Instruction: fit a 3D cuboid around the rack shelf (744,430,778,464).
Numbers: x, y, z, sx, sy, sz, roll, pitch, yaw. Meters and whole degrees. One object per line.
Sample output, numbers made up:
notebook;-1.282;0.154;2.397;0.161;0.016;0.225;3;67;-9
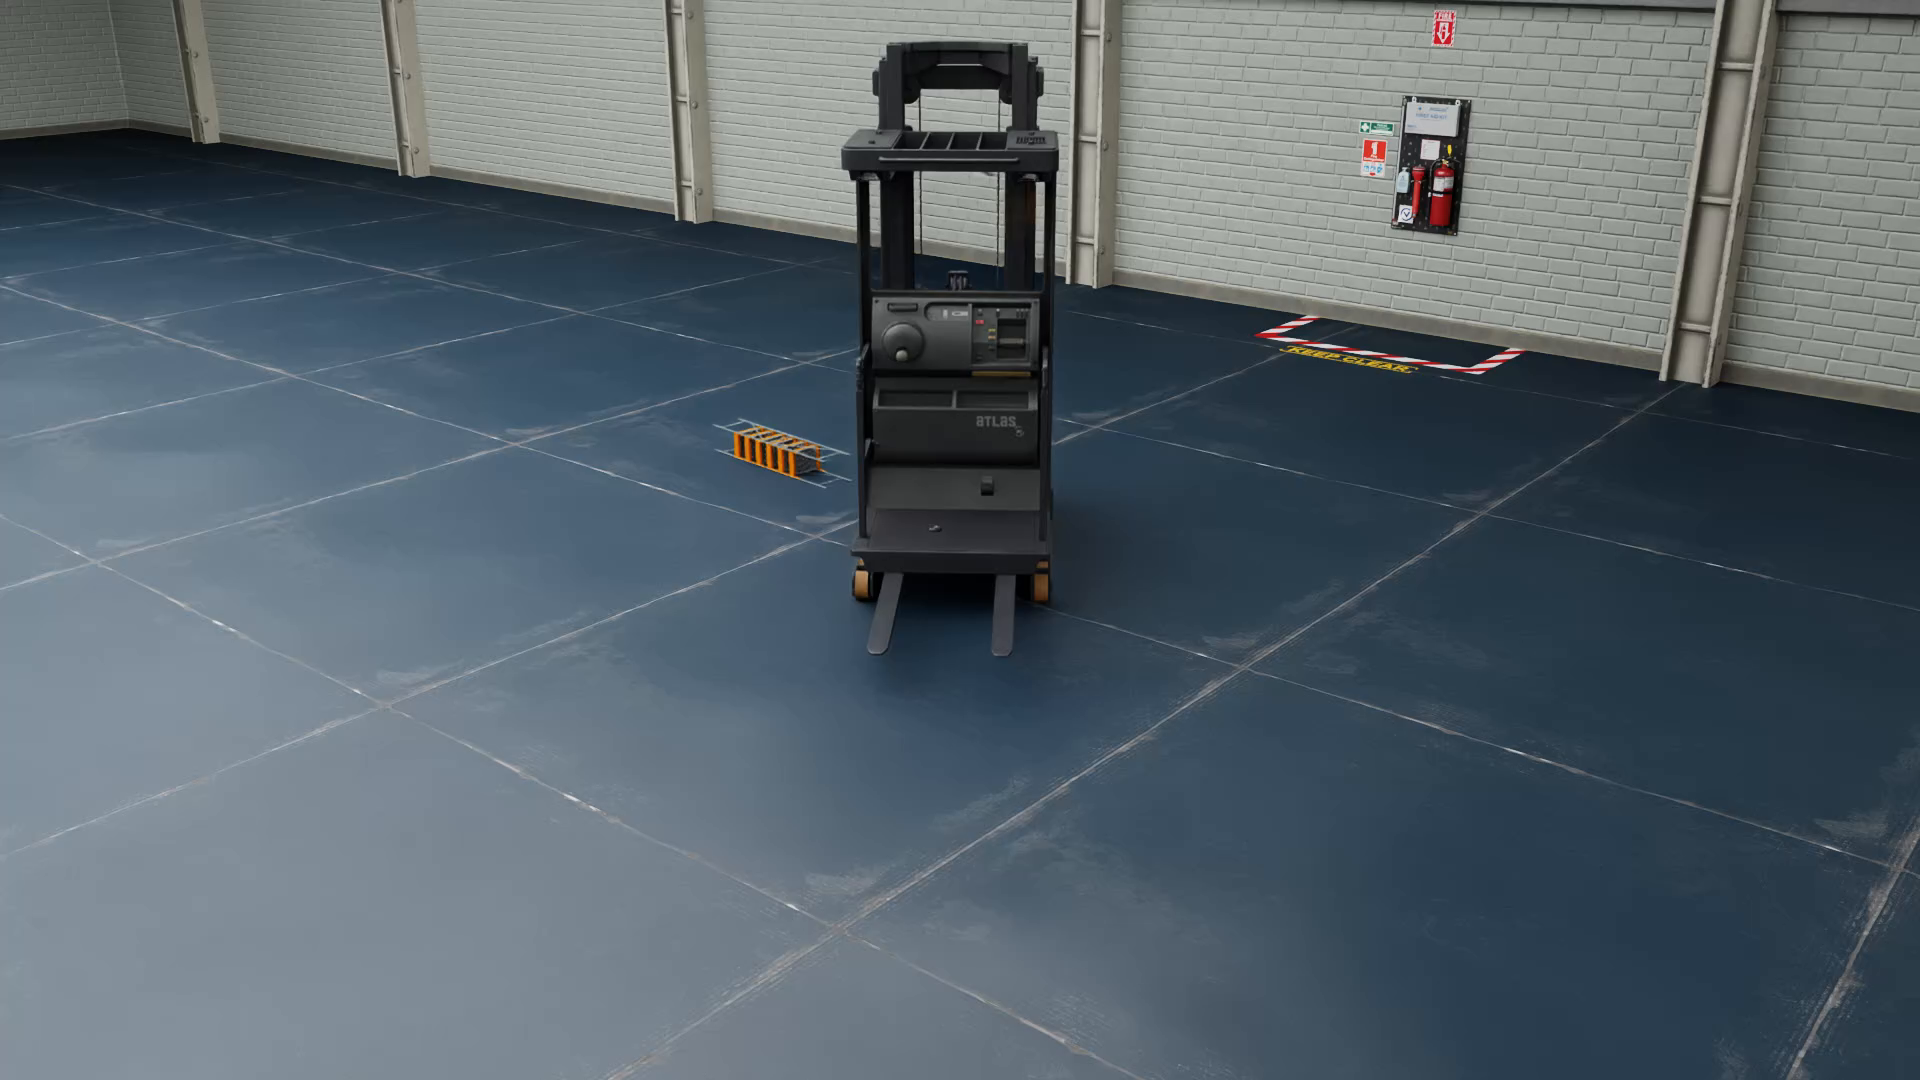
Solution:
rack shelf;-1.382;-0.658;11.638;0.103;0.180;0.258;19;28;41

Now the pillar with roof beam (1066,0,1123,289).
pillar with roof beam;-1.382;-5.685;12.492;0.400;9.000;9.100;16;26;36

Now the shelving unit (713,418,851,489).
shelving unit;-1.243;-0.609;11.509;1.200;0.189;0.258;19;28;41

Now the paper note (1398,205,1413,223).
paper note;4.005;-2.925;14.921;0.142;0.148;0.016;16;26;36

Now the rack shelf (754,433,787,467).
rack shelf;-1.297;-0.628;11.559;0.103;0.180;0.258;19;28;41

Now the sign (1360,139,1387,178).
sign;3.735;-3.447;15.006;0.234;0.329;0.001;16;26;36

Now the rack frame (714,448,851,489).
rack frame;-1.243;-0.523;11.541;1.200;0.006;0.240;19;28;41

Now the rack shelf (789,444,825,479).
rack shelf;-1.042;-0.538;11.321;0.103;0.180;0.258;19;28;41

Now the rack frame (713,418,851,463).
rack frame;-1.243;-0.695;11.476;1.200;0.006;0.240;19;28;41

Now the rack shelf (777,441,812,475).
rack shelf;-1.127;-0.568;11.400;0.103;0.180;0.258;19;28;41

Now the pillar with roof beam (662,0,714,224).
pillar with roof beam;-6.030;-7.024;16.041;0.400;9.000;9.100;16;26;36

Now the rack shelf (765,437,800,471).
rack shelf;-1.212;-0.598;11.479;0.103;0.180;0.258;19;28;41

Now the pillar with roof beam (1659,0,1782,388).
pillar with roof beam;3.267;-4.347;8.942;0.400;9.000;9.100;16;26;36

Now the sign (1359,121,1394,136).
sign;3.733;-3.691;14.904;0.331;0.109;0.001;16;26;36

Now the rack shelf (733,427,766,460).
rack shelf;-1.467;-0.688;11.717;0.103;0.180;0.258;19;28;41

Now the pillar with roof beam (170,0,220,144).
pillar with roof beam;-15.327;-9.701;23.141;0.400;9.000;9.100;16;26;36

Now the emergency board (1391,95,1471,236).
emergency board;4.098;-3.278;14.611;0.643;1.169;0.194;16;26;36

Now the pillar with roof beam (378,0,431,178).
pillar with roof beam;-10.678;-8.363;19.591;0.400;9.000;9.100;16;26;36

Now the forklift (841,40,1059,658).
forklift;-0.031;-1.138;9.033;1.130;2.935;3.031;1;21;2

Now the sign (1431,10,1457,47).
sign;4.155;-4.392;14.279;0.199;0.298;0.001;16;26;36
